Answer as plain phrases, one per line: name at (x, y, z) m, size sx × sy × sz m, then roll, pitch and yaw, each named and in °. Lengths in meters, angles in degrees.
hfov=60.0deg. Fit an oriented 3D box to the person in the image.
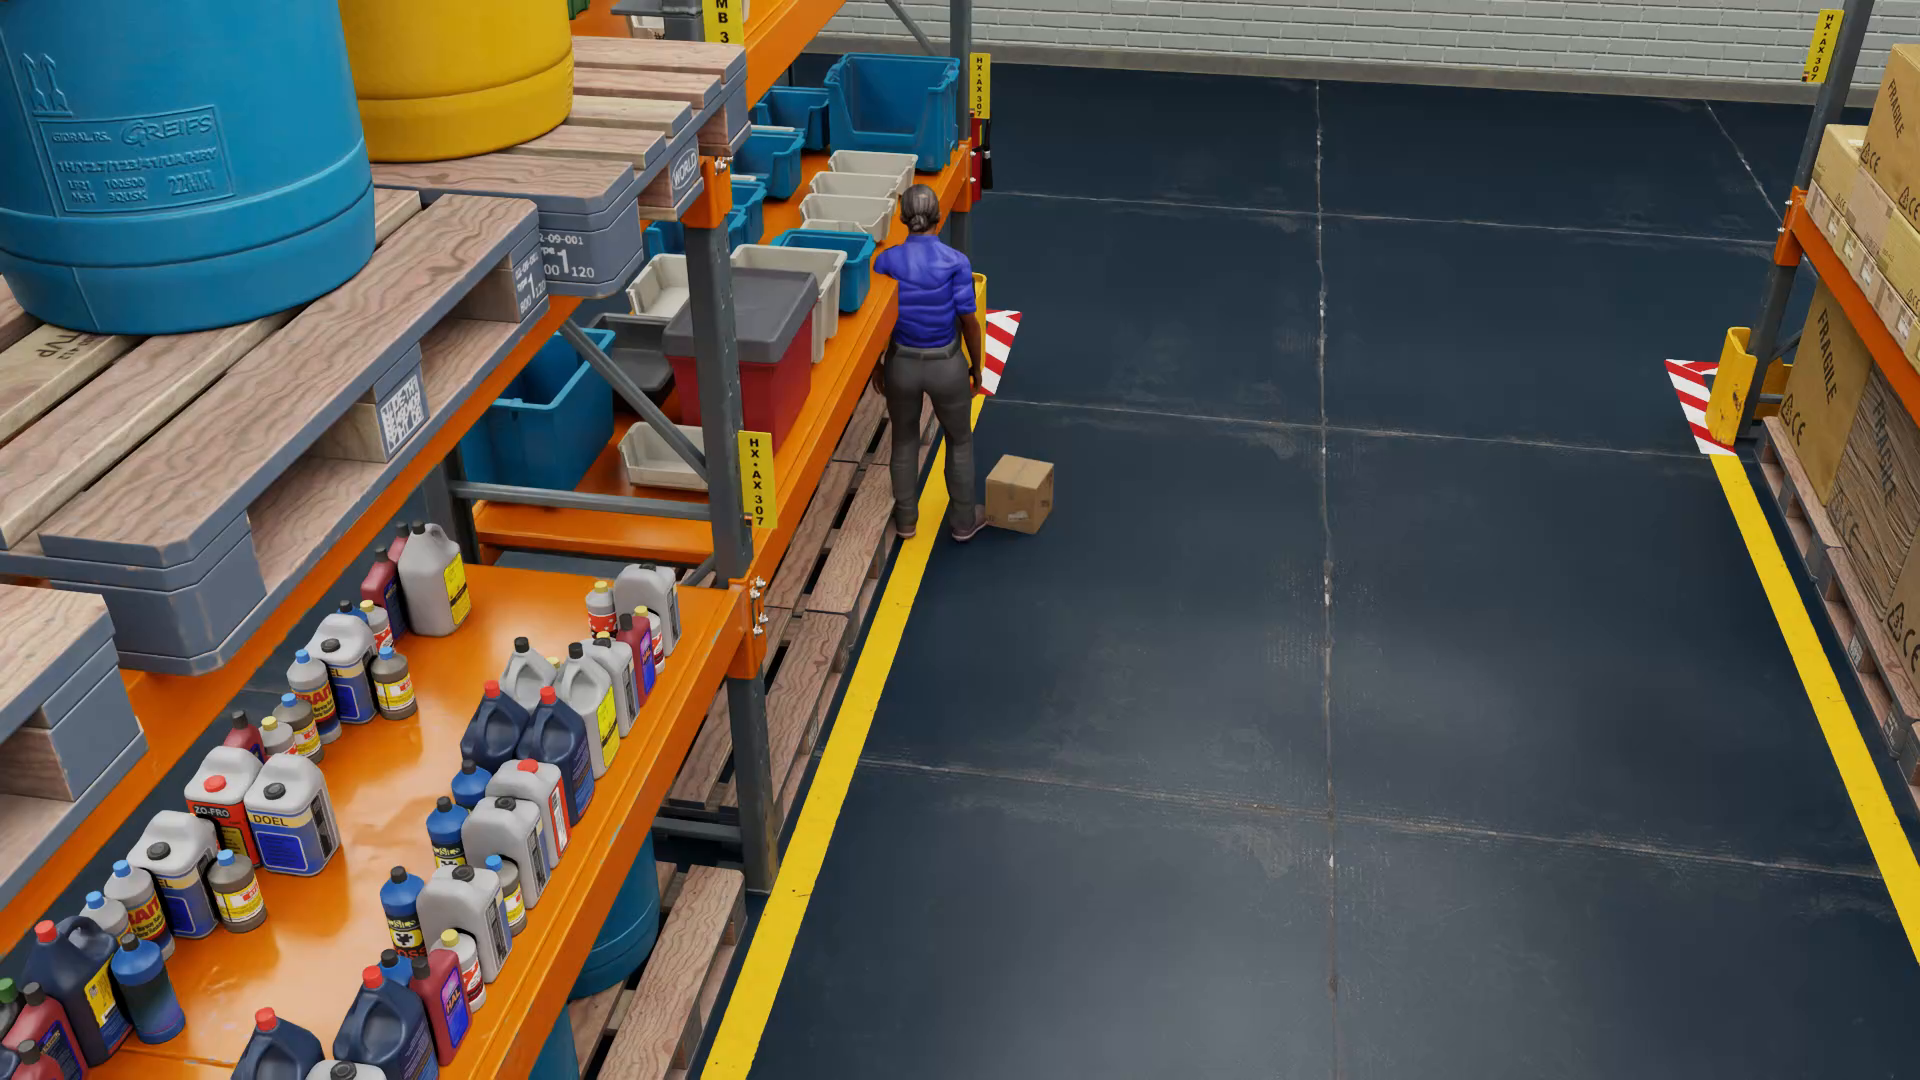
person at (-0.135, -0.750, 7.318) m, size 0.528 × 1.653 × 0.350 m, roll 3°, pitch 33°, yaw 5°
